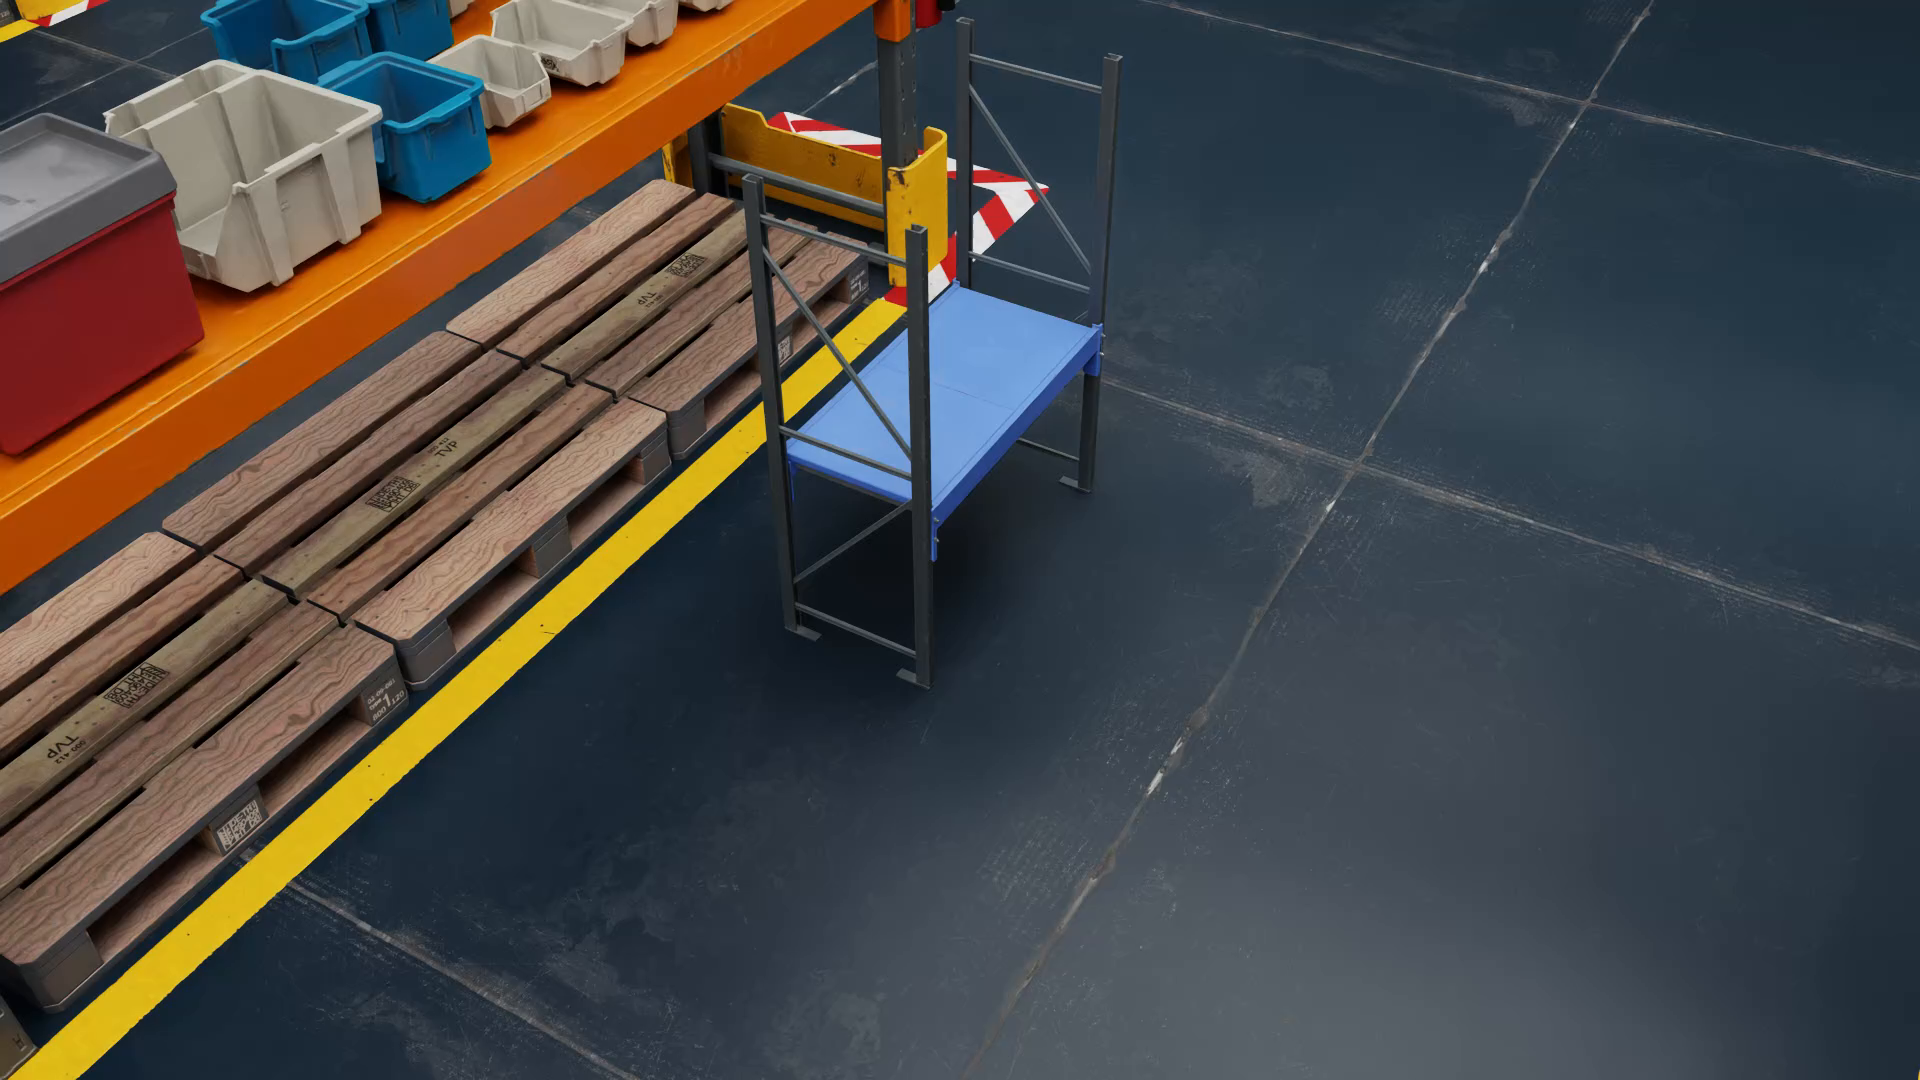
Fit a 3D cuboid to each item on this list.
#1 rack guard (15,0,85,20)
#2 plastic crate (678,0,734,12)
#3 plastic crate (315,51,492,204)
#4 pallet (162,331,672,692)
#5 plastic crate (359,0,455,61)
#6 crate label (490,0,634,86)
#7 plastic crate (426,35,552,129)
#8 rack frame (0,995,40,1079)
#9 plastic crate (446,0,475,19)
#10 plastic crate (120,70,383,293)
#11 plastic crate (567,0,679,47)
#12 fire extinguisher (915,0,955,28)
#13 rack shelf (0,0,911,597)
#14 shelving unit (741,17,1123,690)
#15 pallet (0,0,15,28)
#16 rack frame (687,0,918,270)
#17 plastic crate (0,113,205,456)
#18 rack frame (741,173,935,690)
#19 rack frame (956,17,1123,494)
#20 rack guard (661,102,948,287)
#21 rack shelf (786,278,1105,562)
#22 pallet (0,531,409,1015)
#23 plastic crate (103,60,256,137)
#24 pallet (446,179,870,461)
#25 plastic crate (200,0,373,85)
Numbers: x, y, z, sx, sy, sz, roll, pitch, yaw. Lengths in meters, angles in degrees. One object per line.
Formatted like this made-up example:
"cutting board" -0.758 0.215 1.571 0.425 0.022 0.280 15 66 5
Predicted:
"rack guard" -4.942 -3.007 8.286 1.175 0.500 0.348 21 45 22
"plastic crate" -0.868 -1.745 5.116 0.396 0.136 0.243 21 45 22
"plastic crate" -1.423 -1.048 4.252 0.416 0.233 0.300 21 45 22
"pallet" -1.675 -0.147 5.257 1.003 0.211 1.213 21 45 22
"plastic crate" -1.684 -1.522 4.790 0.416 0.233 0.300 21 45 22
"crate label" -1.144 -1.417 4.743 0.396 0.136 0.243 21 45 22
"plastic crate" -1.276 -1.241 4.544 0.298 0.136 0.250 21 45 22
"rack frame" -2.619 -0.059 3.048 1.000 3.000 0.127 21 45 22
"plastic crate" -1.597 -1.695 5.059 0.250 0.136 0.298 21 45 22
"plastic crate" -1.695 -0.850 3.990 0.437 0.282 0.530 21 45 22
"plastic crate" -1.026 -1.584 4.933 0.396 0.136 0.243 21 45 22
"fire extinguisher" -0.148 -2.115 5.723 0.296 0.674 0.183 21 45 22
"rack shelf" -1.618 -0.934 4.585 1.077 0.370 4.000 21 45 22
"shelving unit" -0.043 -0.514 4.699 0.538 1.500 1.048 21 45 22
"pallet" -5.340 -2.442 7.863 1.003 0.211 1.213 21 45 22
"rack frame" -0.617 -2.348 5.647 1.000 3.000 0.127 21 45 22
"plastic crate" -1.955 -0.534 3.493 0.402 0.464 0.583 21 45 22
"rack frame" -0.297 -0.223 4.369 0.500 1.500 0.032 21 45 22
"rack frame" 0.212 -0.805 5.029 0.500 1.500 0.032 21 45 22
"rack guard" -0.616 -1.428 6.493 1.175 0.500 0.348 21 45 22
"rack shelf" -0.043 -0.379 4.818 0.538 0.185 1.000 21 45 22
"pallet" -2.284 0.554 4.462 1.003 0.211 1.213 21 45 22
"plastic crate" -2.007 -1.079 4.359 0.293 0.136 0.466 21 45 22
"pallet" -1.063 -0.843 6.047 1.003 0.211 1.213 21 45 22
"plastic crate" -1.835 -1.350 4.595 0.416 0.233 0.300 21 45 22
